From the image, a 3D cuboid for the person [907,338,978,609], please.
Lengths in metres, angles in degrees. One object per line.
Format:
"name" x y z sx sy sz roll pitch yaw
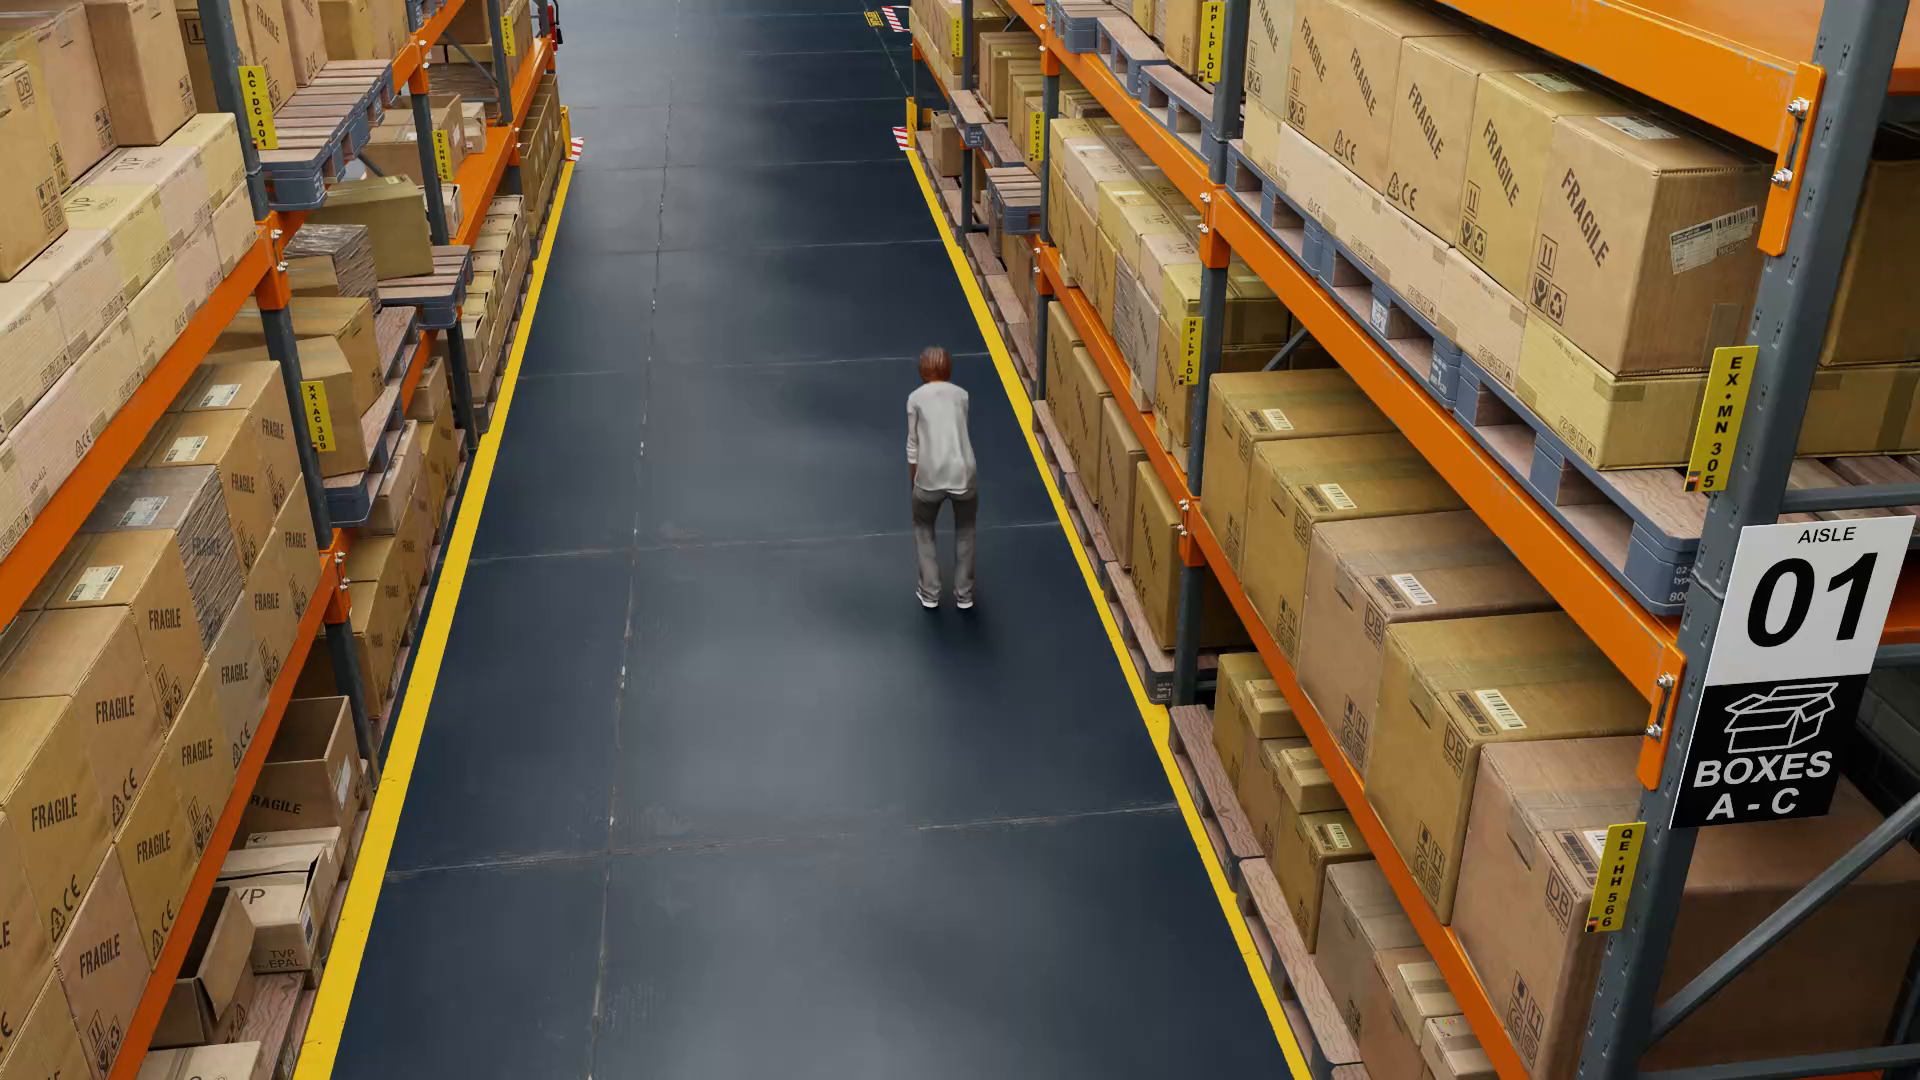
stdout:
"person" -0.098 -0.362 9.368 0.375 1.564 0.534 -4 28 -7
